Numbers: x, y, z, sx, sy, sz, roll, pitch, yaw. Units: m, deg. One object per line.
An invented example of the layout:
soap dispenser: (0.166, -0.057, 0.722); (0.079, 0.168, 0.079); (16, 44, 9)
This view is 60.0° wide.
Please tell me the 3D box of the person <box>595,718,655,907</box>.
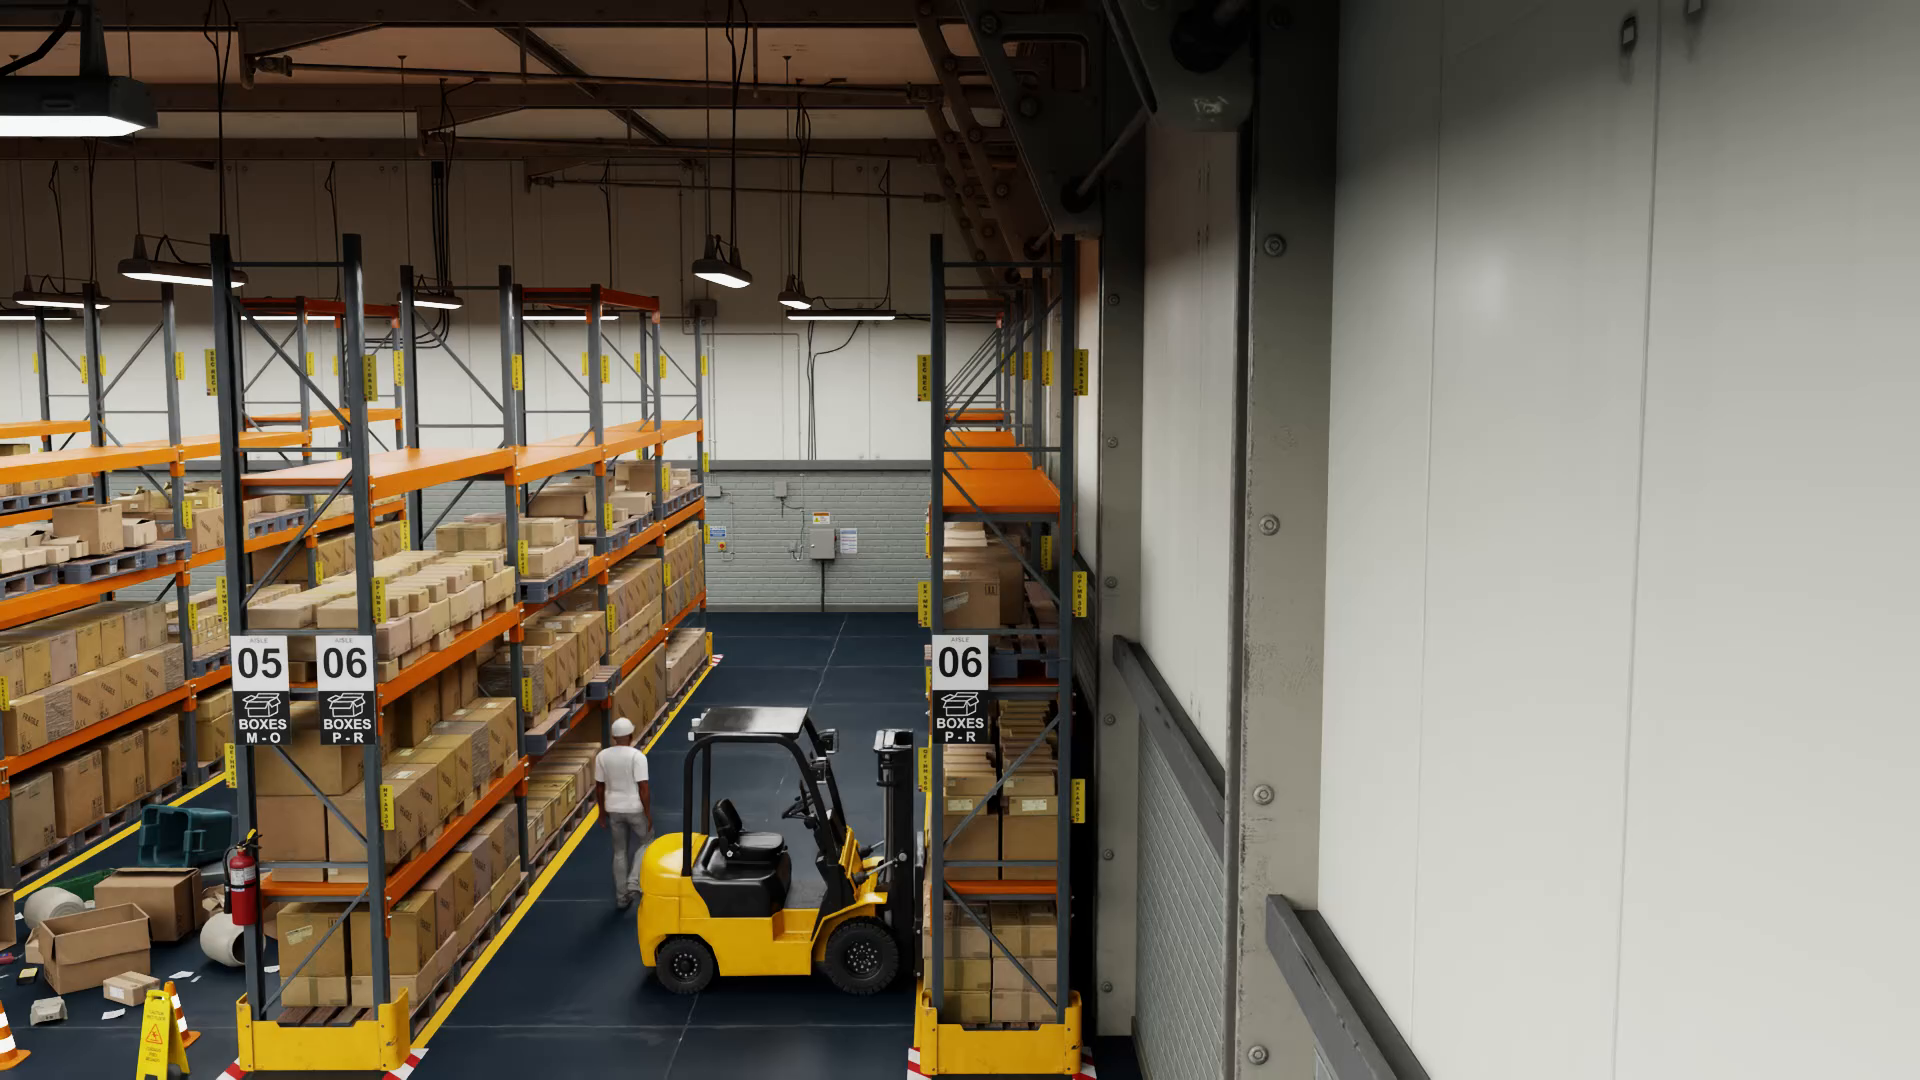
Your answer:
person: (-3.166, 2.558, 15.681); (0.601, 1.756, 0.490); (1, 6, 8)
